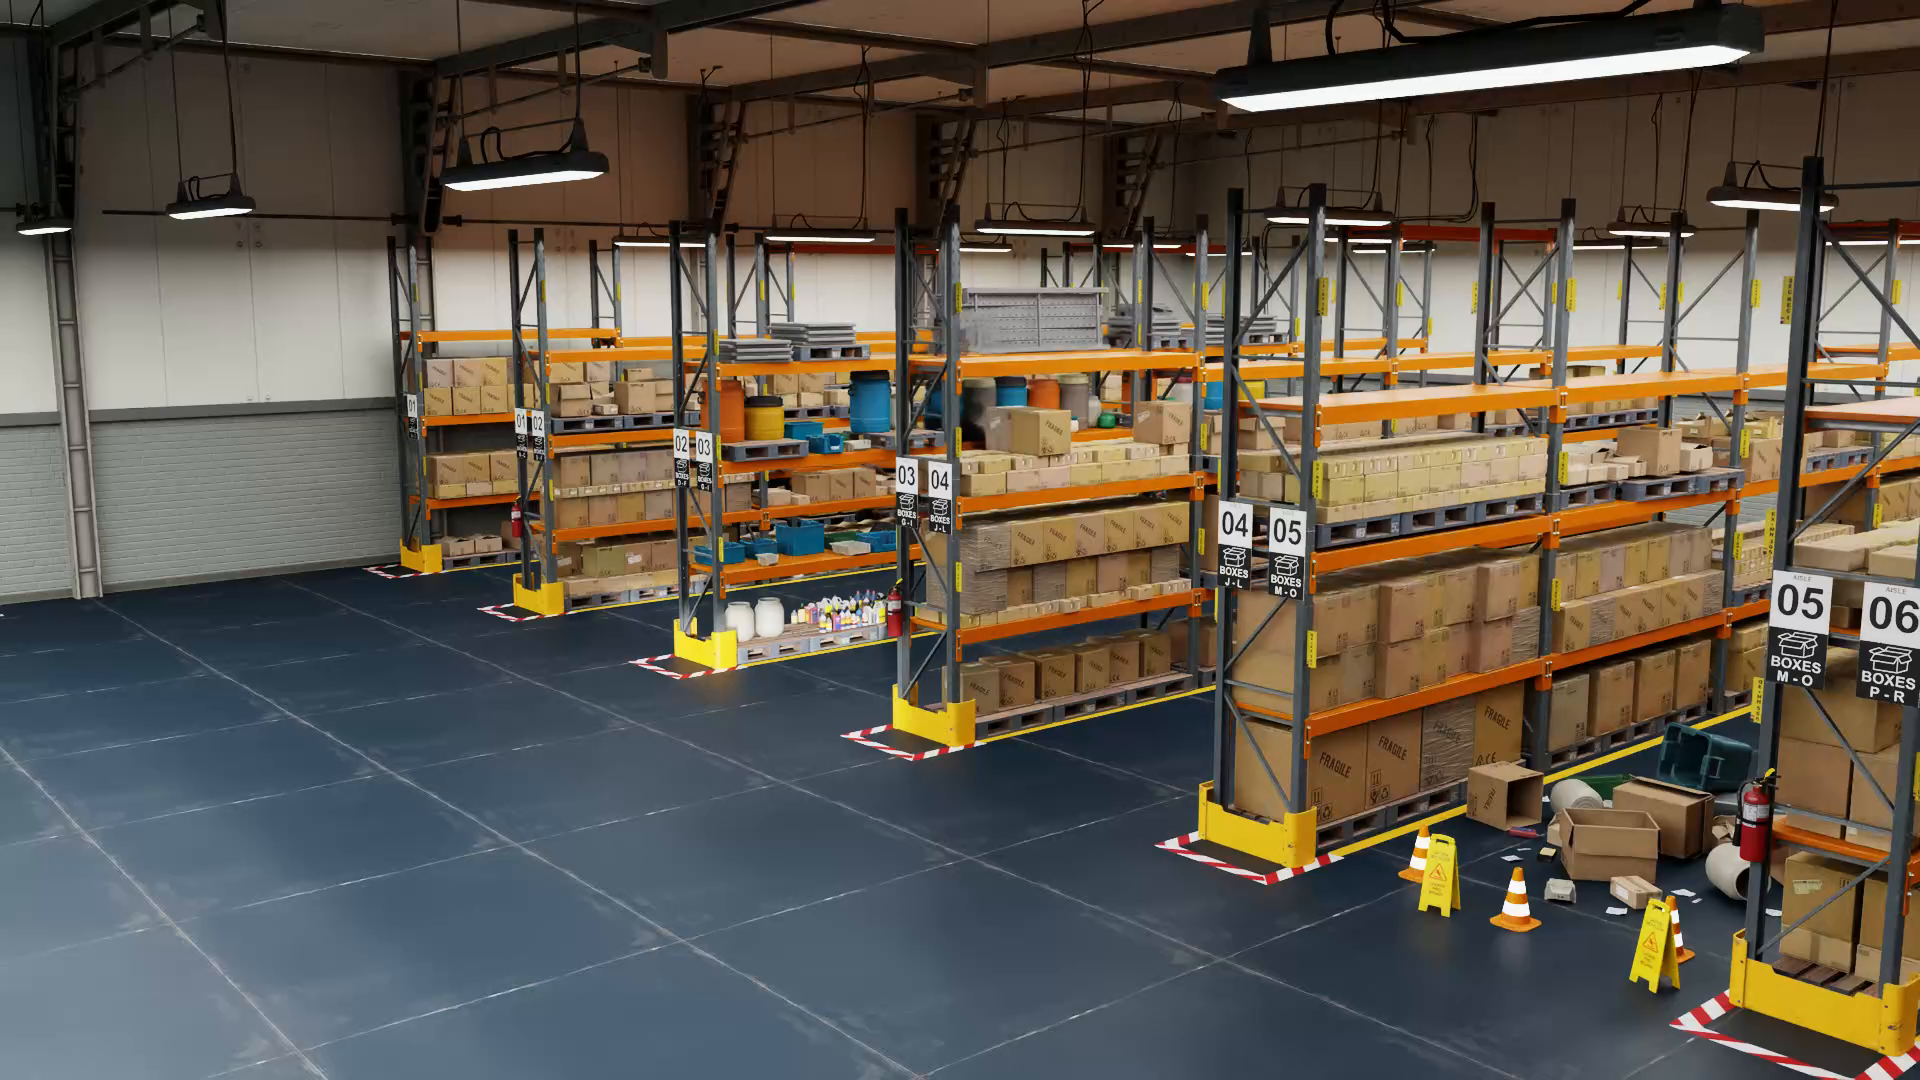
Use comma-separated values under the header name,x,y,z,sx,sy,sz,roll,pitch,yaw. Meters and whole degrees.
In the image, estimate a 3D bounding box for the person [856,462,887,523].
name,x,y,z,sx,sy,sz,roll,pitch,yaw
person,-1.859,-0.863,33.673,0.895,1.836,0.681,-8,12,-43
